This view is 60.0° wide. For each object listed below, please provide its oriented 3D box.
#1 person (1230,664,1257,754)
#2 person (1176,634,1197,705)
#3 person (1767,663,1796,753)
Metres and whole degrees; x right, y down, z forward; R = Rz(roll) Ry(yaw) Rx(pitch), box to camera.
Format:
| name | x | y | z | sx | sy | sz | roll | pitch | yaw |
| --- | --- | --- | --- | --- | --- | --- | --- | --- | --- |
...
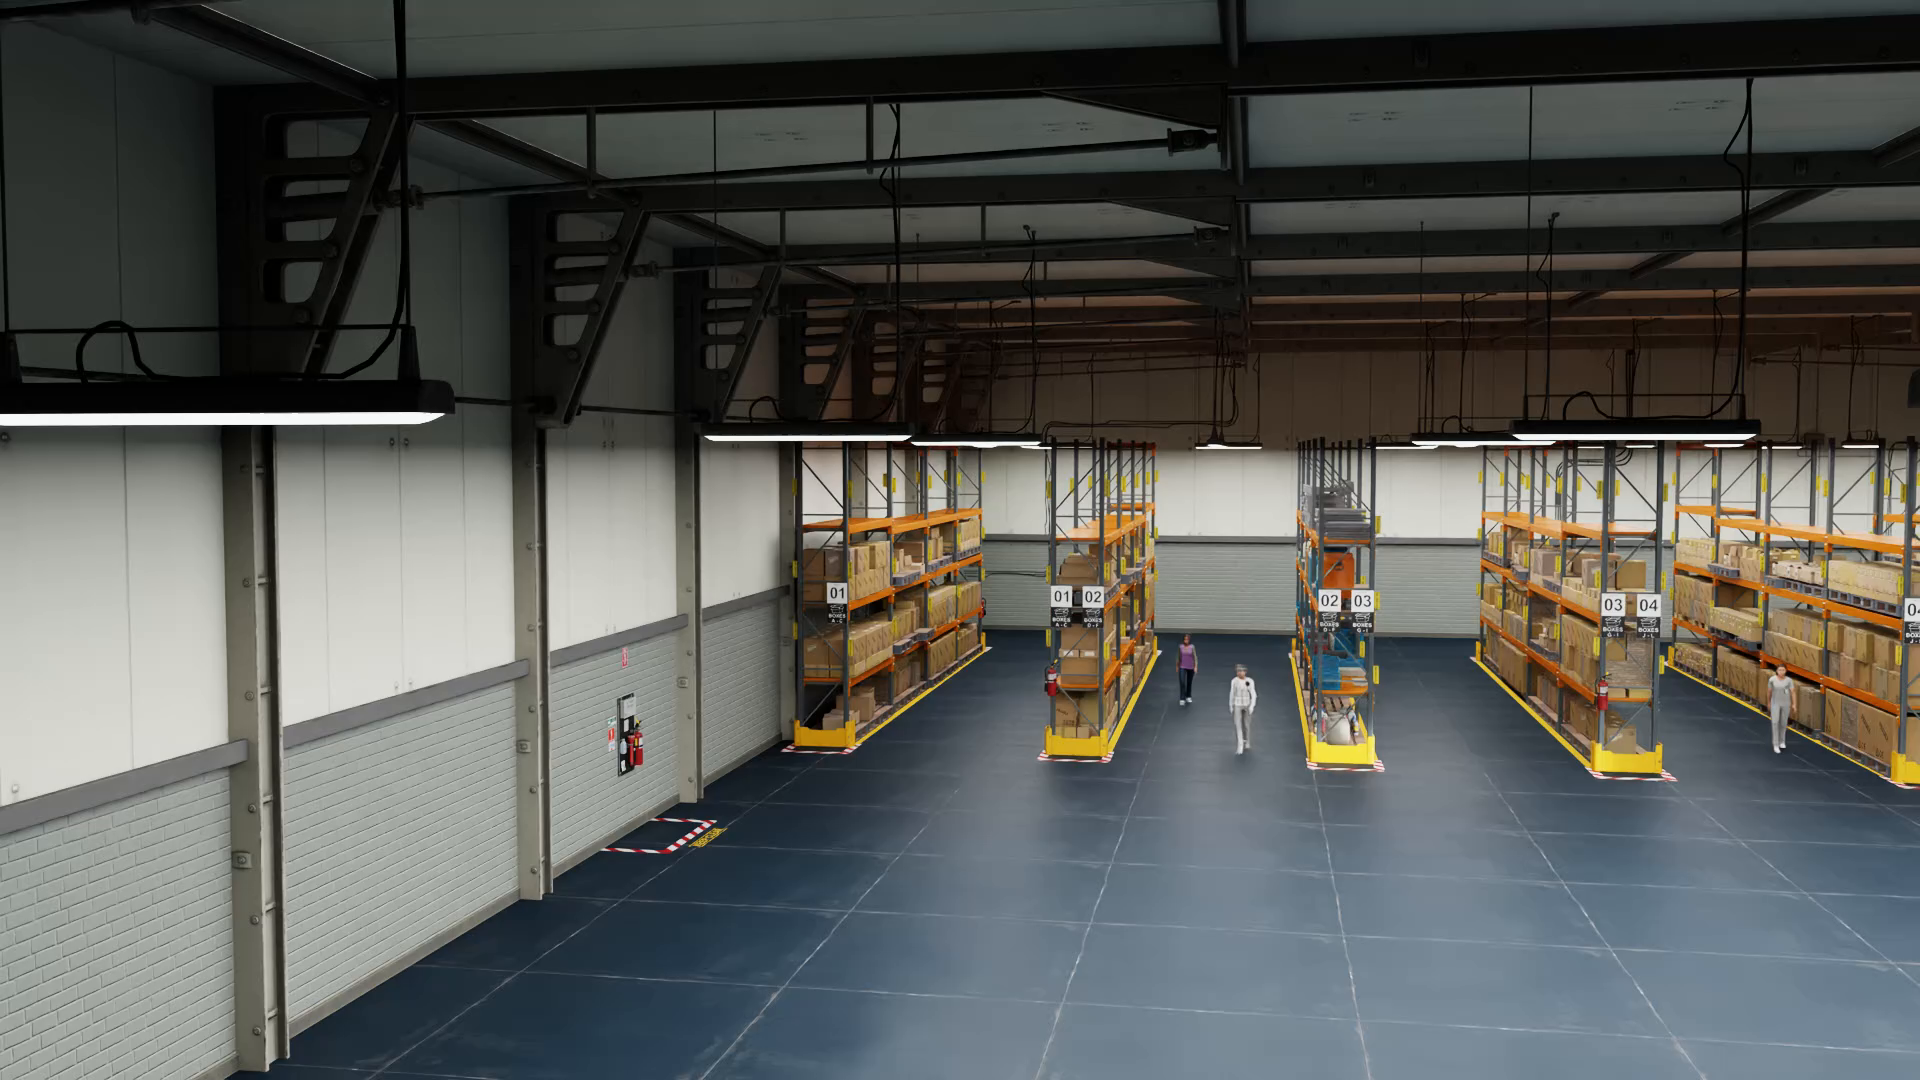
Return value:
| name | x | y | z | sx | sy | sz | roll | pitch | yaw |
| --- | --- | --- | --- | --- | --- | --- | --- | --- | --- |
| person | 5.410 | 3.206 | 31.801 | 0.513 | 1.657 | 0.820 | 1 | 3 | 11 |
| person | 5.144 | 2.929 | 37.729 | 0.483 | 1.573 | 0.708 | 0 | 3 | 9 |
| person | 15.763 | 3.198 | 31.901 | 0.488 | 1.682 | 0.681 | 1 | 3 | 19 |
